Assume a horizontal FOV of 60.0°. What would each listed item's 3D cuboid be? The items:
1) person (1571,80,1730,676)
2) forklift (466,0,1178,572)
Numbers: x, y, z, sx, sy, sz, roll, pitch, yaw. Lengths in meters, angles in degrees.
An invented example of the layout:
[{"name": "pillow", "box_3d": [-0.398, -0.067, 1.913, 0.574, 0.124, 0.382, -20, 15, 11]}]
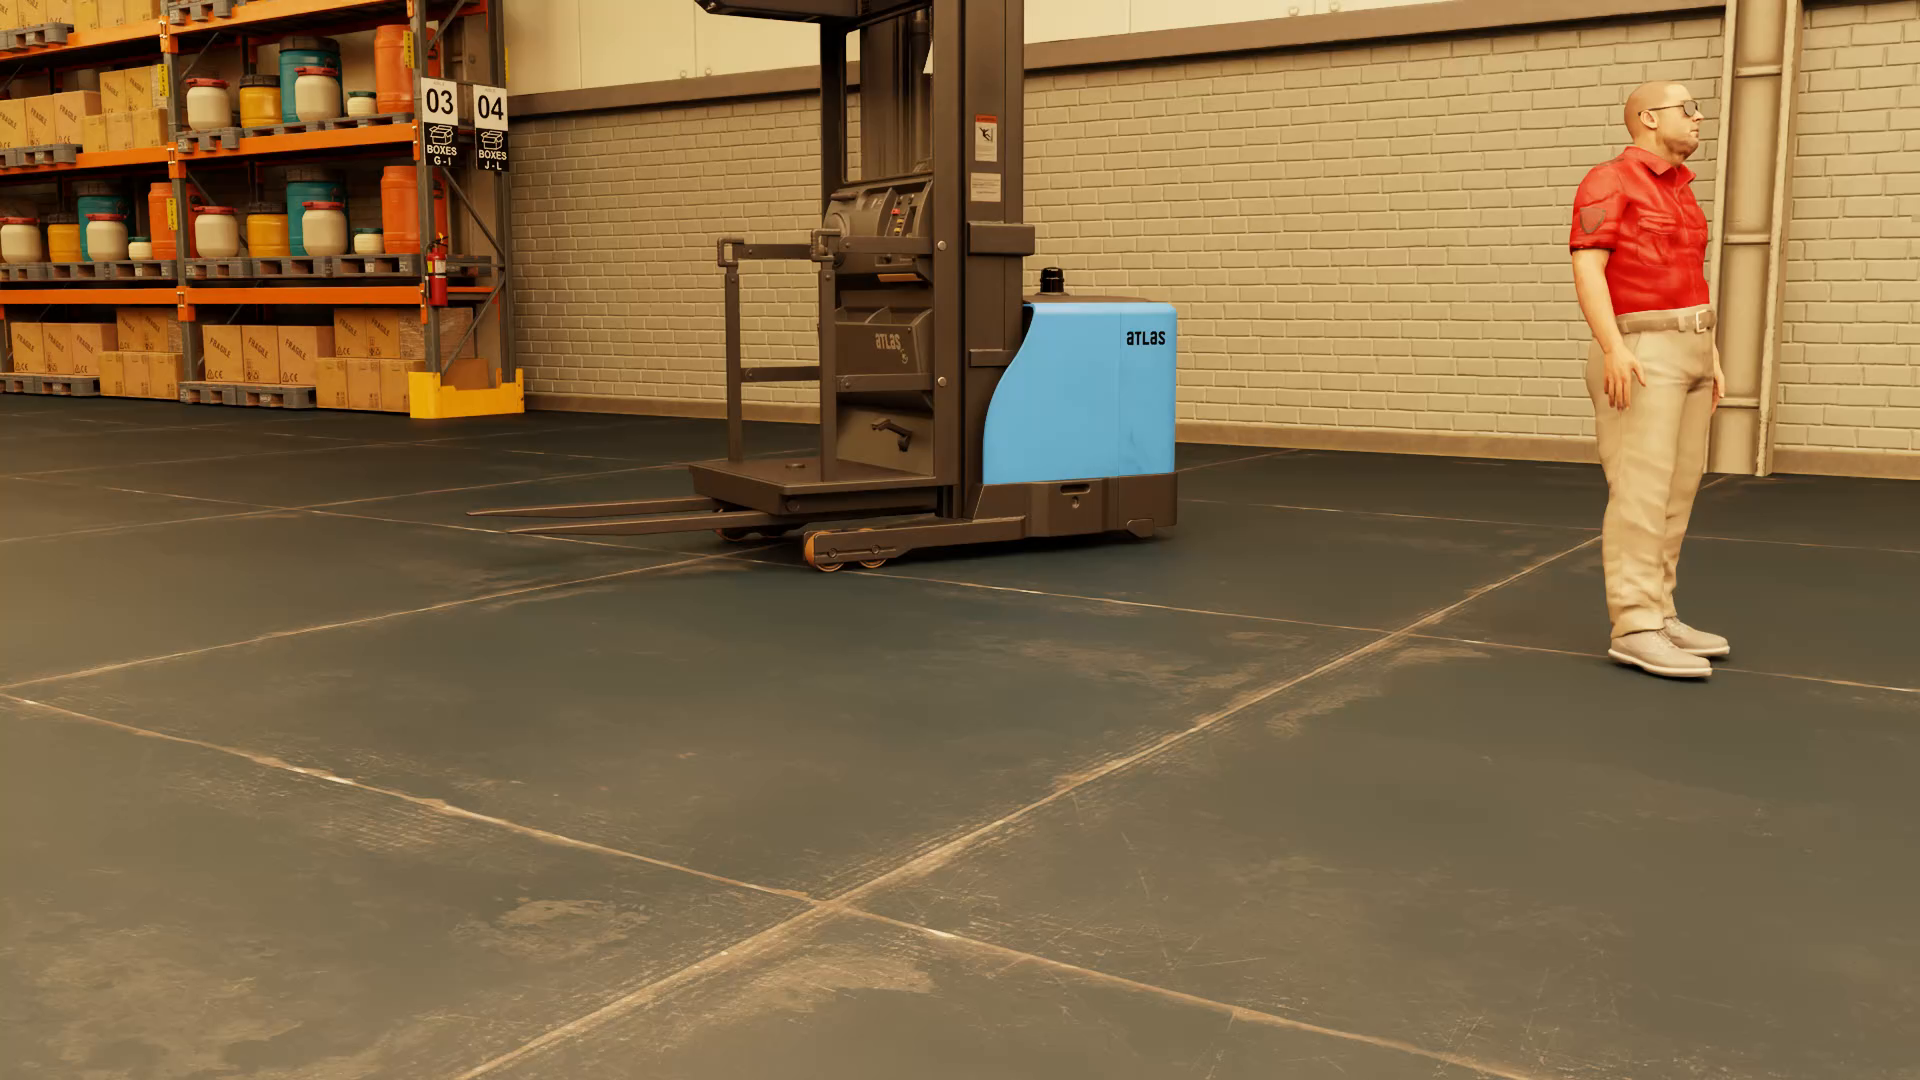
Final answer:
[{"name": "person", "box_3d": [2.160, -0.509, 4.985, 0.642, 1.728, 0.550, -7, 10, -39]}, {"name": "forklift", "box_3d": [-0.544, -1.407, 7.090, 3.031, 2.935, 1.130, -5, 9, -29]}]
